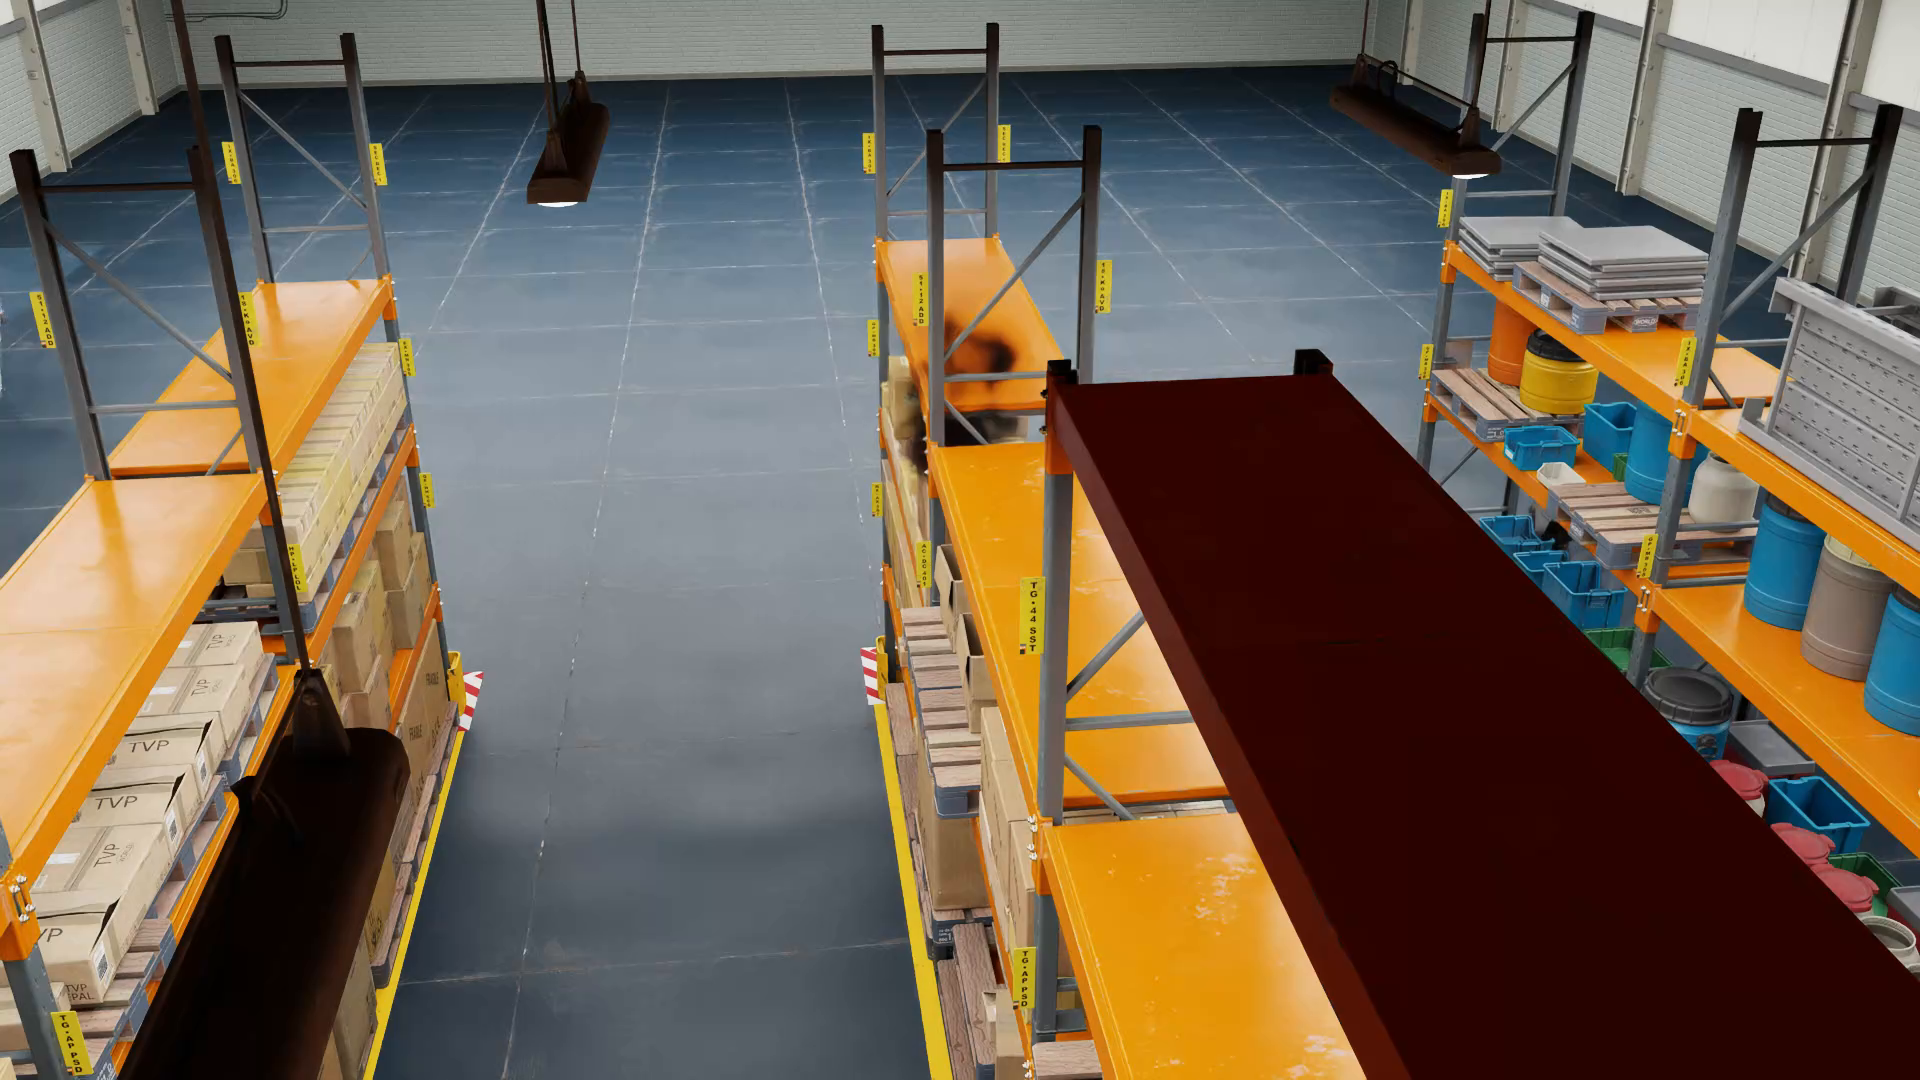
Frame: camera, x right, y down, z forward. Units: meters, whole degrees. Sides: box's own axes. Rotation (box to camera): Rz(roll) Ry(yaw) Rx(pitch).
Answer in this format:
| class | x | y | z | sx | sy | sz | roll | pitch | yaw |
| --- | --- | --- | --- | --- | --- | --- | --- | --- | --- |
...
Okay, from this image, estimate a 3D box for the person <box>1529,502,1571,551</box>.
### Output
| class | x | y | z | sx | sy | sz | roll | pitch | yaw |
| --- | --- | --- | --- | --- | --- | --- | --- | --- | --- |
| person | 5.806 | 0.048 | 16.452 | 0.728 | 1.690 | 0.794 | -18 | 31 | -33 |
